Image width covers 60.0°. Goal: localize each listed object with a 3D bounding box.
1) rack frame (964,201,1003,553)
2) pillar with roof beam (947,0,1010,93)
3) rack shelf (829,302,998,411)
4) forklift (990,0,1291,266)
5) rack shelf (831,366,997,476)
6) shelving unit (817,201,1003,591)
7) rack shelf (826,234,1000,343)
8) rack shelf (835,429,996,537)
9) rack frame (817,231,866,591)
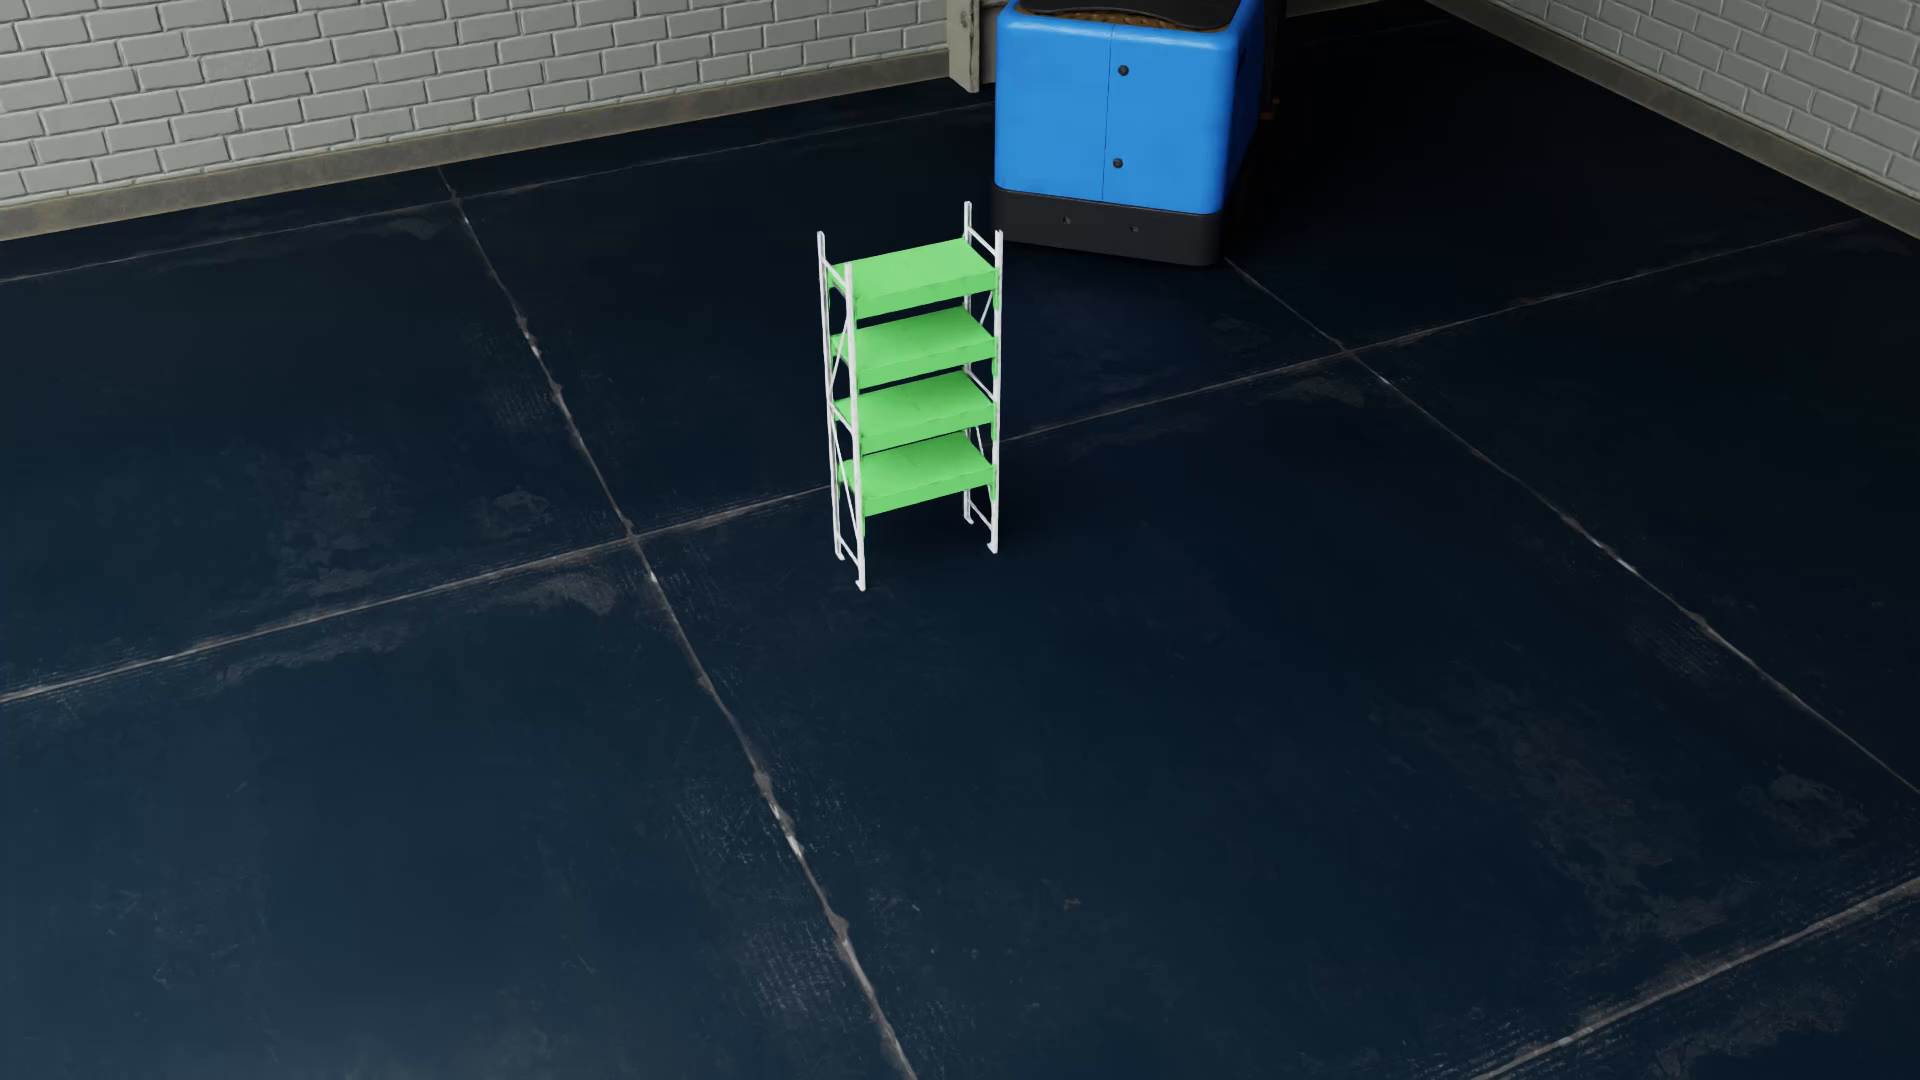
[{"bbox_3d":[0.071,-0.502,5.419,0.015,1.200,0.240,-16,39,-20],"label":"rack frame"},{"bbox_3d":[2.000,-3.849,3.385,0.400,9.000,9.100,-16,39,-20],"label":"pillar with roof beam"},{"bbox_3d":[-0.150,-0.581,5.231,0.480,0.148,0.258,-16,39,-20],"label":"rack shelf"},{"bbox_3d":[1.051,-3.247,7.668,1.130,2.935,3.031,10,38,13],"label":"forklift"},{"bbox_3d":[-0.150,-0.389,5.374,0.480,0.148,0.258,-16,39,-20],"label":"rack shelf"},{"bbox_3d":[-0.150,-0.440,5.336,0.503,1.200,0.258,-16,39,-20],"label":"shelving unit"},{"bbox_3d":[-0.150,-0.774,5.088,0.480,0.148,0.258,-16,39,-20],"label":"rack shelf"},{"bbox_3d":[-0.150,-0.196,5.517,0.480,0.148,0.258,-16,39,-20],"label":"rack shelf"},{"bbox_3d":[-0.371,-0.378,5.253,0.015,1.200,0.240,-16,39,-20],"label":"rack frame"}]
